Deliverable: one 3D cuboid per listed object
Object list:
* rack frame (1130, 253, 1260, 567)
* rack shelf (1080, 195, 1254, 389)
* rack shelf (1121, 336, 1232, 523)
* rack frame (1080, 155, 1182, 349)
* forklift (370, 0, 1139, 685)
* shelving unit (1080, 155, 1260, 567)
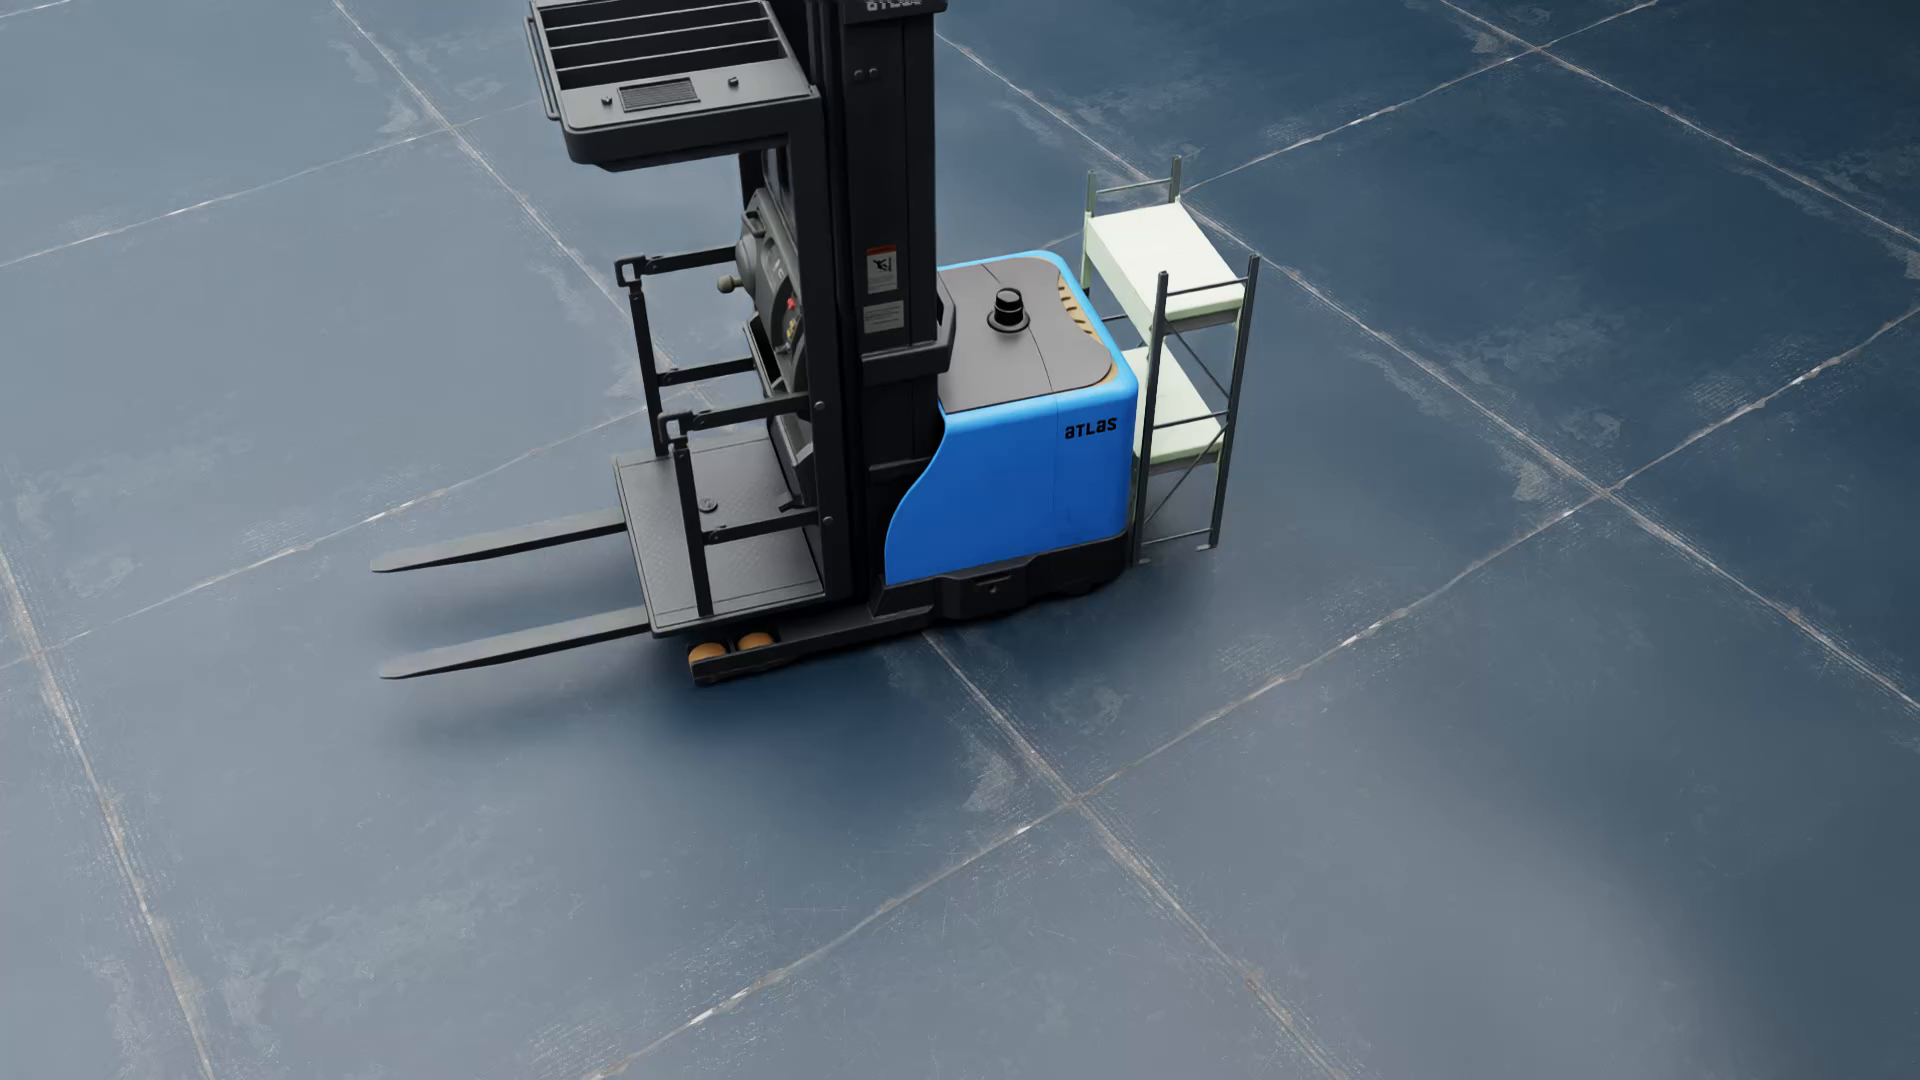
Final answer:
[{"bbox_3d":[0.922,-0.477,6.654,0.400,1.500,0.023,-12,45,-13],"label":"rack frame"},{"bbox_3d":[0.810,-1.000,6.637,0.431,0.370,0.720,-12,45,-13],"label":"rack shelf"},{"bbox_3d":[0.810,-0.482,7.132,0.431,0.370,0.720,-12,45,-13],"label":"rack shelf"},{"bbox_3d":[0.699,-0.958,7.159,0.400,1.500,0.023,-12,45,-13],"label":"rack frame"},{"bbox_3d":[-0.875,-0.899,6.060,3.031,2.935,1.130,-12,45,-12],"label":"forklift"},{"bbox_3d":[0.810,-0.718,6.907,0.431,1.500,0.755,-12,45,-13],"label":"shelving unit"}]
